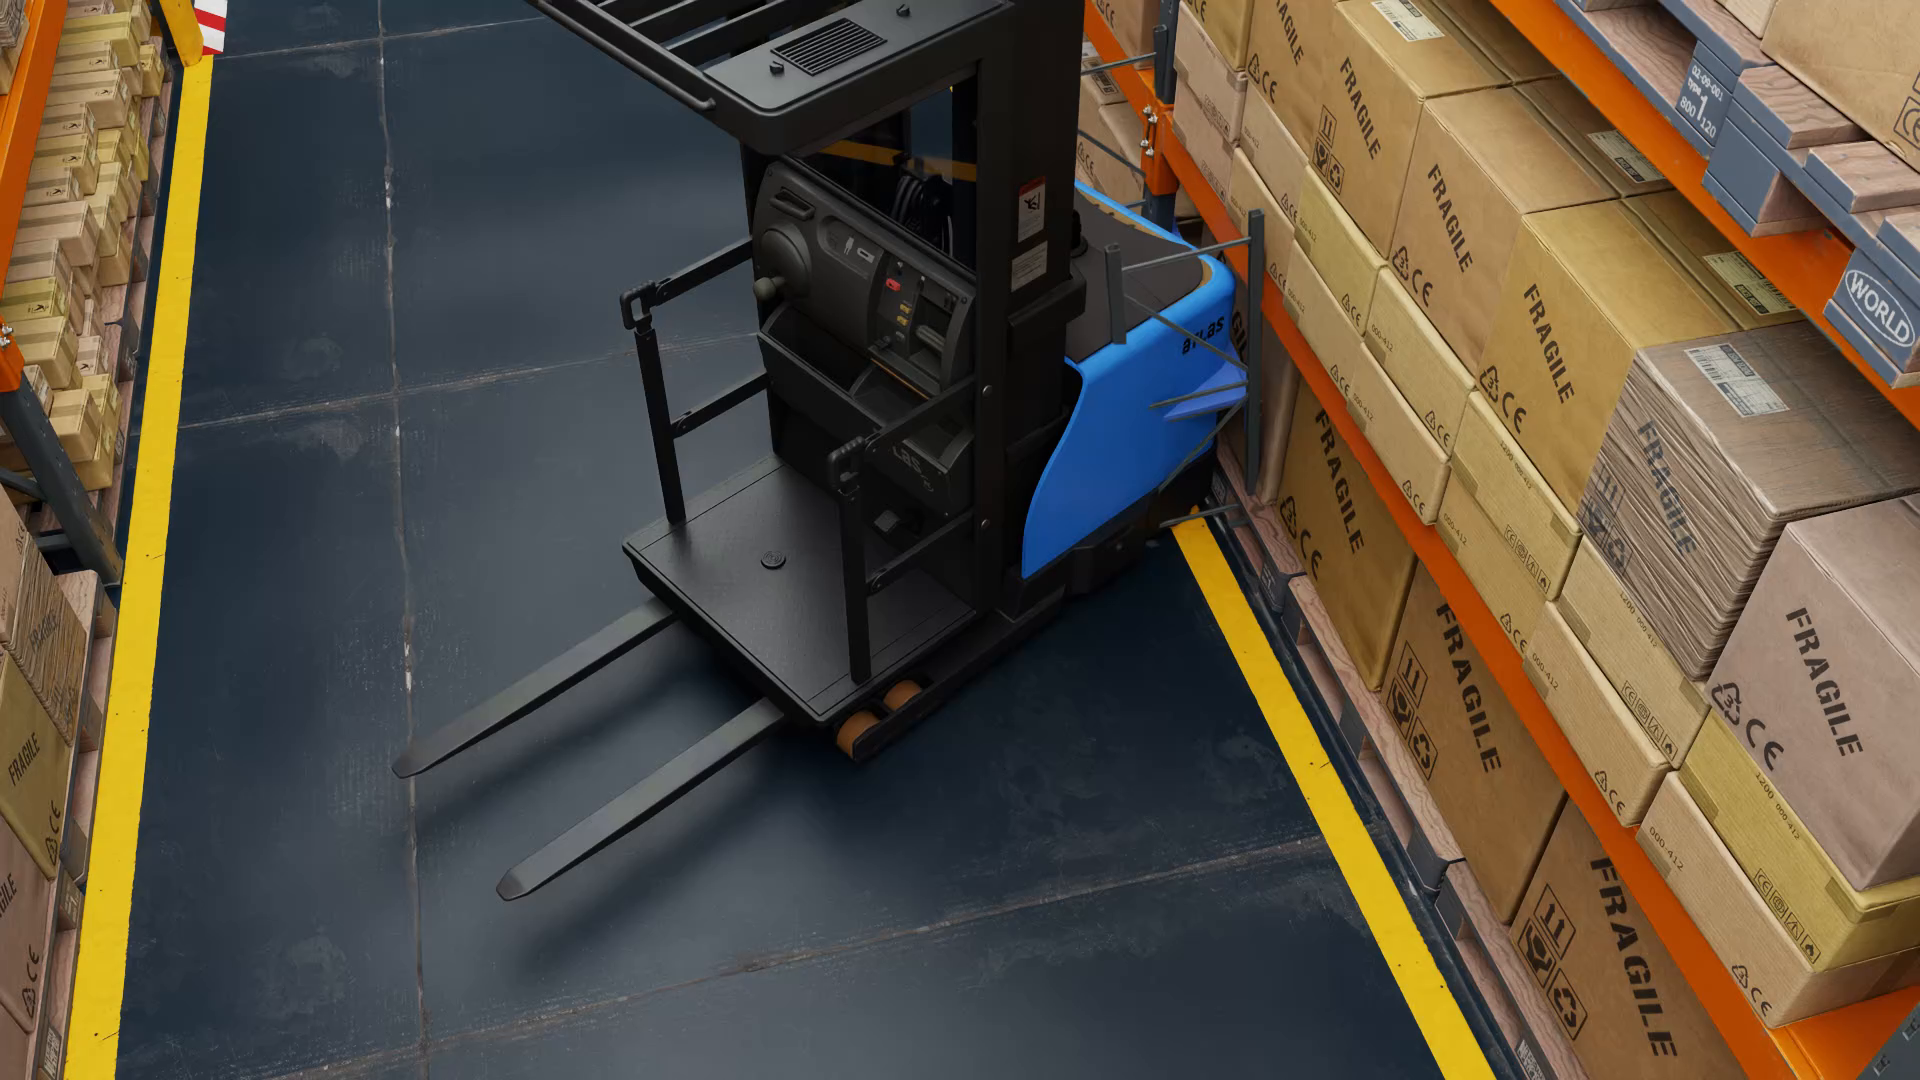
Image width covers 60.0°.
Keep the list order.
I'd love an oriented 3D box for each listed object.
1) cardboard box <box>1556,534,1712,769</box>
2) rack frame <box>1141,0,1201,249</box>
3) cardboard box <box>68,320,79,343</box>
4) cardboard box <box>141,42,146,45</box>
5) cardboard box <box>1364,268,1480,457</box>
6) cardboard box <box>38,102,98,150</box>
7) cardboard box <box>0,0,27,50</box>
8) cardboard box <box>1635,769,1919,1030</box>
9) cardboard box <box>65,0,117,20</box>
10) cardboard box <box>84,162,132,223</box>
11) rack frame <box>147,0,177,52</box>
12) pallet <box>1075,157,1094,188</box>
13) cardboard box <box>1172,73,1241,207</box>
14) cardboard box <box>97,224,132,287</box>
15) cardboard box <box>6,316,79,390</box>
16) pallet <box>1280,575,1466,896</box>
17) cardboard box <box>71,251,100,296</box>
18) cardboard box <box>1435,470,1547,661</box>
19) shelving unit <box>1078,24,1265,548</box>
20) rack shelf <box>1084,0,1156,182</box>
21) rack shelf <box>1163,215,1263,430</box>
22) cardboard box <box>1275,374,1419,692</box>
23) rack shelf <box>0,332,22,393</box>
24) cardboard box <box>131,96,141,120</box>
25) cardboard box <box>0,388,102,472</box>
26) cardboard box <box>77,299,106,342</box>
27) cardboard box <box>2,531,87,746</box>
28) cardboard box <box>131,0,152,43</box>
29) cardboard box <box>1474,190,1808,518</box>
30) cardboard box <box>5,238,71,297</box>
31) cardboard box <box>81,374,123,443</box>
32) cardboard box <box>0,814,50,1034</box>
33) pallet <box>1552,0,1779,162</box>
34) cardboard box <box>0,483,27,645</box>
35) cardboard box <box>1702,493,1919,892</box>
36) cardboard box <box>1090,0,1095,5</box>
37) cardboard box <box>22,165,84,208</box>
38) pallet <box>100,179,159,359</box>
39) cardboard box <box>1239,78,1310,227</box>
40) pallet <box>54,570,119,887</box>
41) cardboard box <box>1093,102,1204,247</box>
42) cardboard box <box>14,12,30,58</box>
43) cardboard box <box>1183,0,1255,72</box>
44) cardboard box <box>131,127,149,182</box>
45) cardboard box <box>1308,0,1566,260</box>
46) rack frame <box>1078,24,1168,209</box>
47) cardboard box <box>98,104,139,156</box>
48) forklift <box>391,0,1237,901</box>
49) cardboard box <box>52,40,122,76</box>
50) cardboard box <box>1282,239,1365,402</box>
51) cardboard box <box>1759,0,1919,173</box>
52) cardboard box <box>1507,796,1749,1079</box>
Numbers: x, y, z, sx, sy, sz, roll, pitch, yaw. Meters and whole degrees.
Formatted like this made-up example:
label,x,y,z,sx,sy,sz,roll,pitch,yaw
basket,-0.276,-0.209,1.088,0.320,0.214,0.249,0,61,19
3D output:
label,x,y,z,sx,sy,sz,roll,pitch,yaw
cardboard box,1.711,0.192,3.717,0.500,0.250,0.500,-12,47,-11
rack frame,1.192,-1.806,5.920,1.000,3.000,0.127,-11,47,-10
cardboard box,-3.600,-0.713,6.342,0.380,0.149,0.250,-11,47,-11
cardboard box,-4.255,-2.417,8.220,0.380,0.149,0.250,-10,46,-10
cardboard box,1.427,-0.516,4.411,0.500,0.250,0.500,-12,47,-12
cardboard box,-3.925,-1.724,7.124,0.380,0.149,0.250,-12,47,-12
cardboard box,-3.678,-2.053,5.883,0.500,0.500,0.500,-12,47,-11
cardboard box,1.835,0.706,3.562,0.500,0.250,0.500,-12,47,-12
cardboard box,-4.202,-2.447,7.833,0.380,0.149,0.250,-10,46,-10
cardboard box,-3.756,-1.455,7.069,0.380,0.149,0.250,-10,46,-10
rack frame,-4.591,-3.593,7.671,1.000,3.000,0.127,-11,47,-10
pallet,1.073,-1.369,7.444,1.003,0.211,1.213,-11,47,-10
cardboard box,1.049,-1.401,5.628,0.500,0.250,0.500,-12,47,-11
cardboard box,-3.721,-1.179,7.007,0.380,0.149,0.250,-12,47,-11
cardboard box,-3.468,-0.665,6.087,0.380,0.149,0.250,-9,46,-8
pallet,1.778,0.533,5.580,1.003,0.211,1.213,-11,47,-10
cardboard box,-3.714,-1.094,6.716,0.380,0.149,0.250,-9,46,-8
cardboard box,1.576,0.006,4.249,0.500,0.250,0.500,-11,47,-11
shelving unit,0.671,-0.864,5.981,0.538,1.500,1.048,-14,51,-2
rack shelf,0.680,-2.935,7.530,1.077,0.370,4.000,-11,47,-10
rack shelf,0.693,-0.753,6.121,0.538,0.185,1.000,-14,51,-2
cardboard box,1.667,-0.174,5.514,0.875,0.875,0.875,-9,46,-9
rack shelf,-3.055,0.801,3.868,1.077,0.370,4.000,-11,47,-10
cardboard box,-4.107,-2.060,7.870,0.380,0.149,0.250,-11,47,-11
cardboard box,-3.351,-0.393,6.029,0.380,0.149,0.250,-9,46,-8
cardboard box,-3.645,-0.802,6.638,0.380,0.149,0.250,-12,47,-11
cardboard box,-3.134,0.362,5.252,0.500,0.500,0.500,-12,47,-11
cardboard box,-4.180,-2.534,8.127,0.380,0.149,0.250,-12,47,-11
cardboard box,1.571,-0.435,3.806,0.500,0.500,0.500,-11,47,-10
cardboard box,-3.670,-1.007,6.422,0.380,0.149,0.250,-12,47,-11
cardboard box,-3.418,-0.474,6.317,0.380,0.149,0.250,-9,46,-9
cardboard box,-2.876,1.071,4.556,0.500,0.500,0.500,-12,47,-11
pallet,1.711,-1.235,3.392,1.003,0.211,1.213,-9,46,-8
cardboard box,-3.132,0.102,4.981,0.500,0.250,0.500,-12,47,-11
cardboard box,1.831,0.261,3.123,0.500,0.500,0.500,-12,47,-11
cardboard box,0.689,-2.469,6.499,0.500,0.500,0.500,-12,47,-11
cardboard box,-3.805,-1.370,6.778,0.380,0.149,0.250,-12,47,-12
pallet,-4.089,-1.156,7.235,1.003,0.211,1.213,-11,47,-10
cardboard box,1.193,-1.218,5.099,0.500,0.250,0.500,-10,46,-10
pallet,-3.367,0.682,5.434,1.003,0.211,1.213,-11,47,-10
cardboard box,1.135,-1.509,7.129,0.875,0.438,0.875,-11,47,-11
cardboard box,-3.708,-1.899,6.187,0.380,0.149,0.250,-9,46,-9
cardboard box,1.027,-1.835,5.178,0.500,0.500,0.500,-10,46,-10
cardboard box,-3.905,-1.727,7.544,0.380,0.149,0.250,-13,47,-12
cardboard box,1.310,-1.142,4.499,0.500,0.500,0.500,-12,47,-11
rack frame,0.562,-1.244,6.301,0.500,1.500,0.032,-14,51,-2
cardboard box,-3.901,-1.820,7.427,0.380,0.149,0.250,-10,46,-10
forklift,-0.460,-0.718,4.902,3.031,2.935,1.130,-34,54,-29
cardboard box,-4.008,-2.101,7.494,0.380,0.149,0.250,-12,47,-12
cardboard box,1.299,-0.688,4.929,0.500,0.250,0.500,-11,47,-11
cardboard box,1.779,-0.925,2.592,0.700,0.500,0.500,-13,47,-12
cardboard box,2.119,1.060,4.304,0.875,0.875,0.875,-11,47,-11
